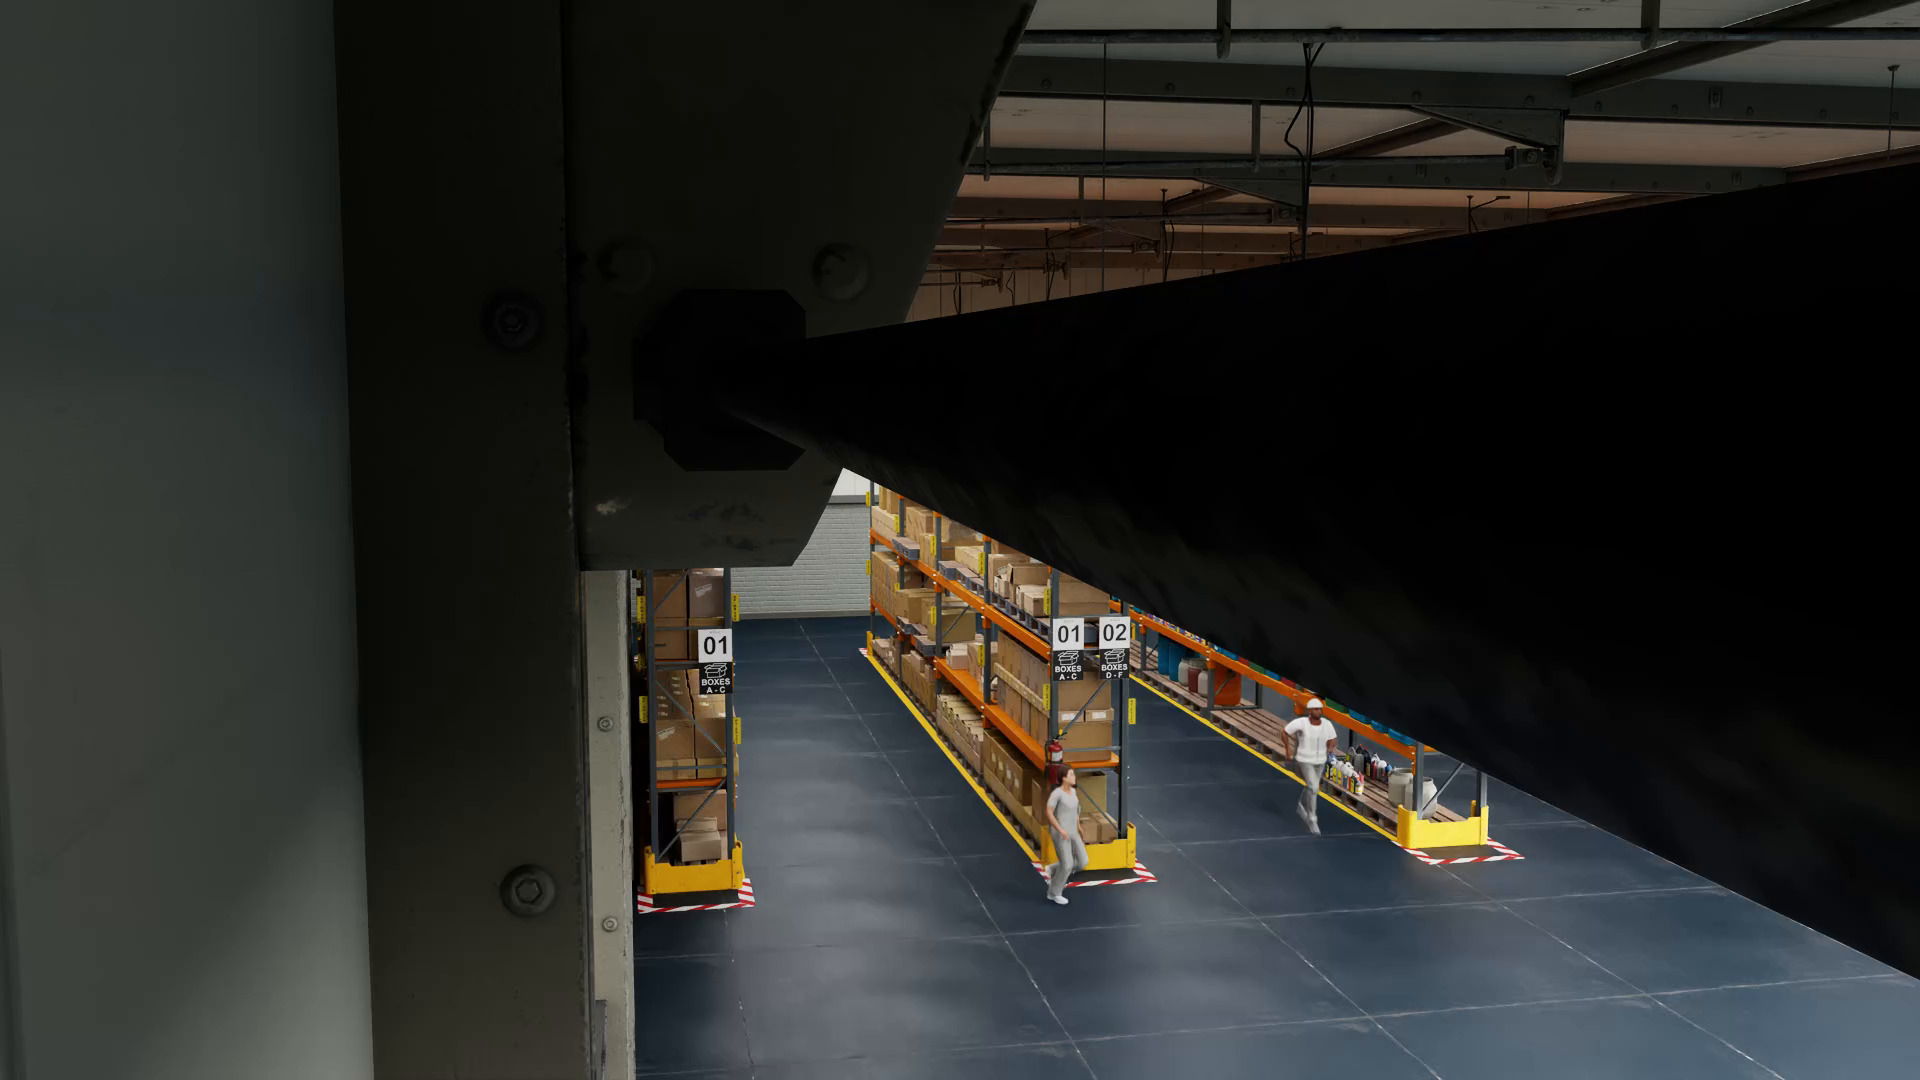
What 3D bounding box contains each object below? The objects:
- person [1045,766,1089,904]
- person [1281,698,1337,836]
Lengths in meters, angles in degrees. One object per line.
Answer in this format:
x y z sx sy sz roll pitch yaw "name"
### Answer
1.272 3.554 19.747 0.535 1.453 0.607 5 8 42 "person"
4.830 3.062 22.805 0.699 1.812 0.788 -2 6 -20 "person"
